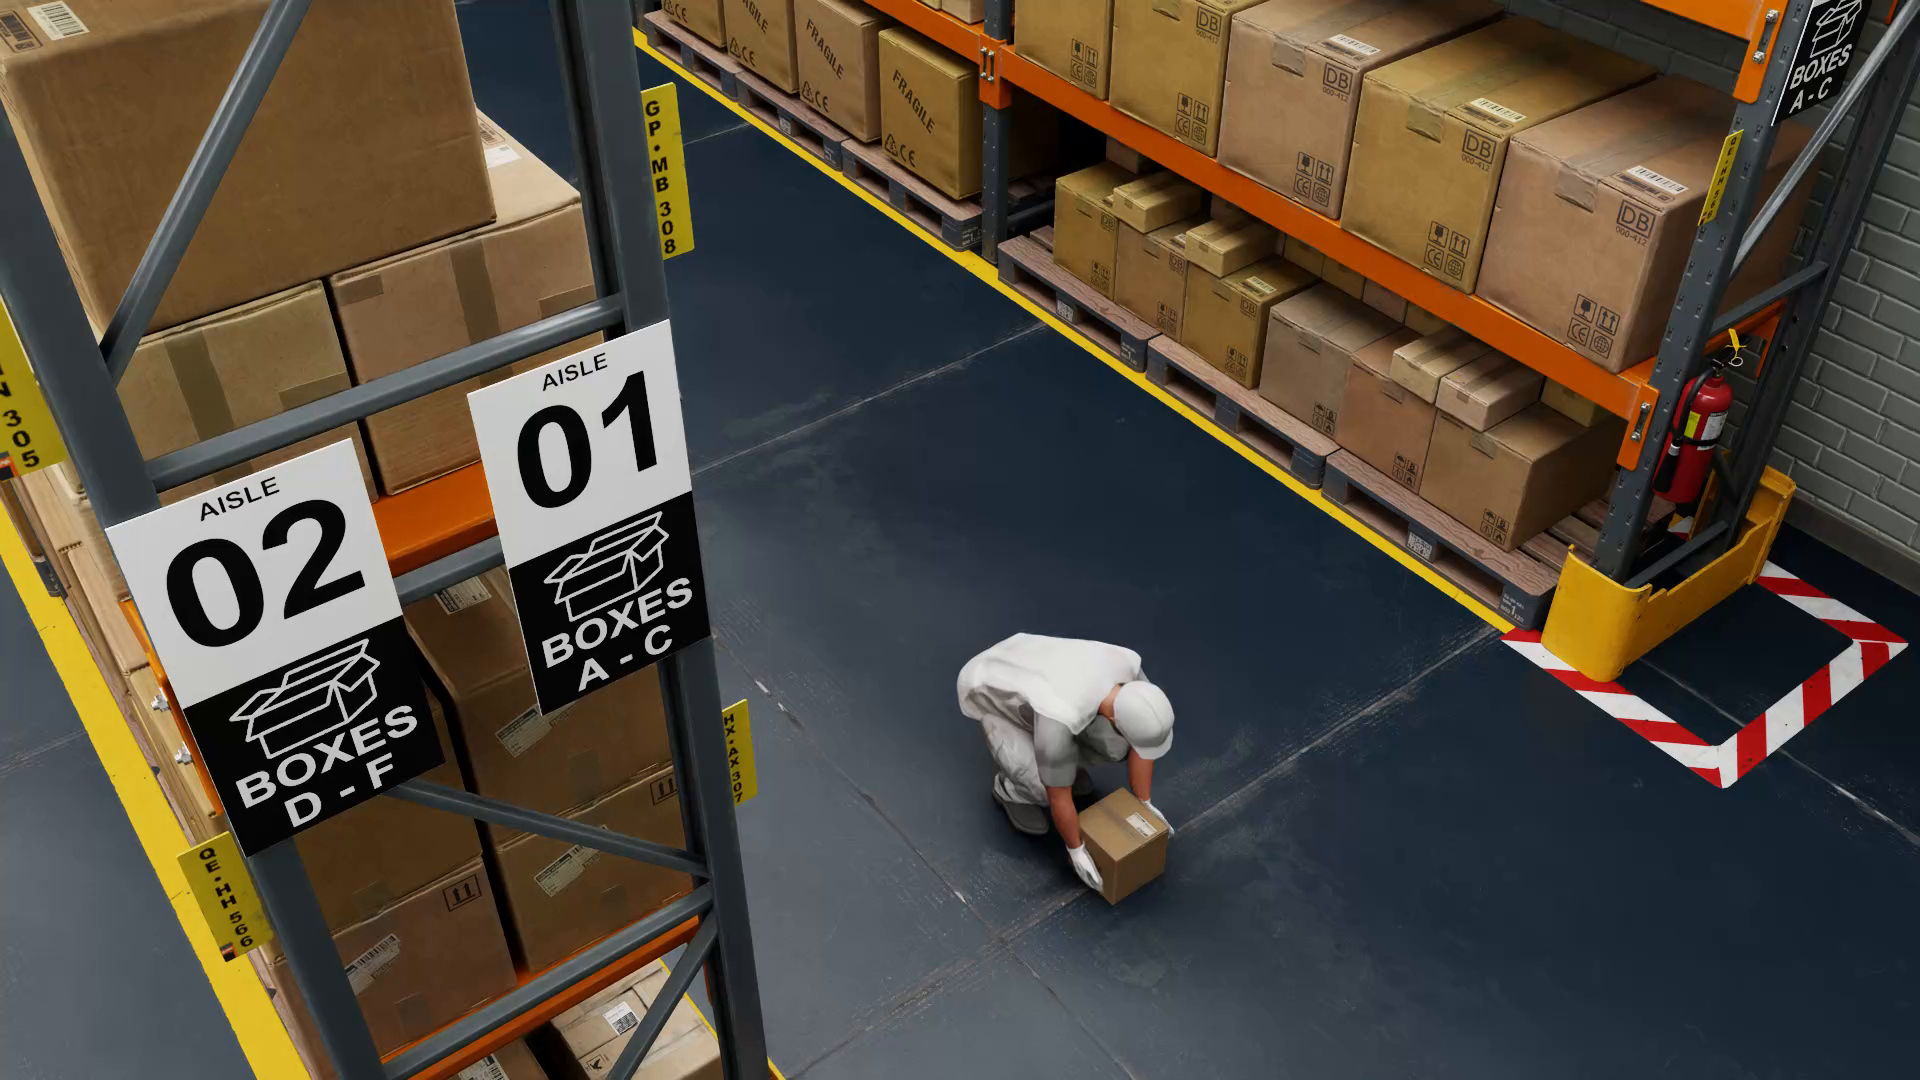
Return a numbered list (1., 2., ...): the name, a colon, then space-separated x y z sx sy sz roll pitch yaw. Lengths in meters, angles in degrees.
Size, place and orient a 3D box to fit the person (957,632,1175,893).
1. person: 0.389 0.686 6.029 0.559 0.882 0.888 -26 46 -28
